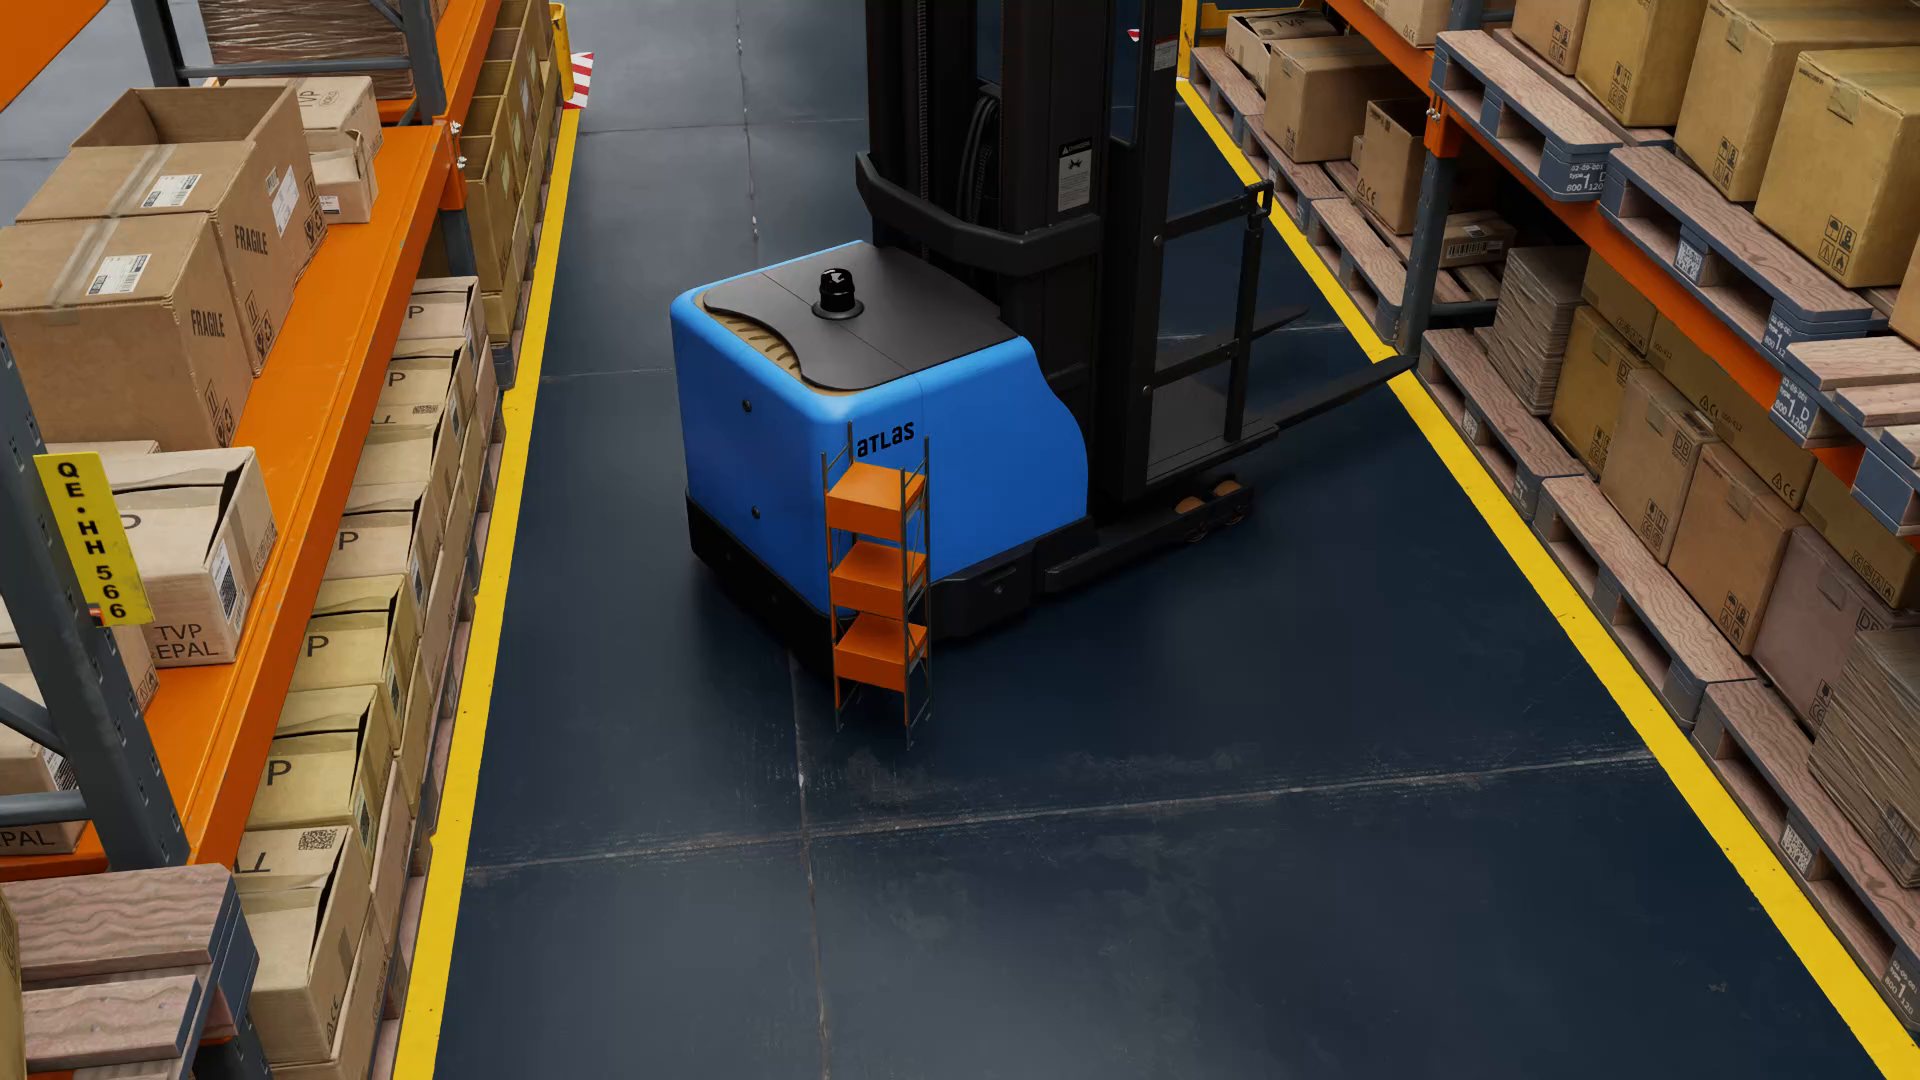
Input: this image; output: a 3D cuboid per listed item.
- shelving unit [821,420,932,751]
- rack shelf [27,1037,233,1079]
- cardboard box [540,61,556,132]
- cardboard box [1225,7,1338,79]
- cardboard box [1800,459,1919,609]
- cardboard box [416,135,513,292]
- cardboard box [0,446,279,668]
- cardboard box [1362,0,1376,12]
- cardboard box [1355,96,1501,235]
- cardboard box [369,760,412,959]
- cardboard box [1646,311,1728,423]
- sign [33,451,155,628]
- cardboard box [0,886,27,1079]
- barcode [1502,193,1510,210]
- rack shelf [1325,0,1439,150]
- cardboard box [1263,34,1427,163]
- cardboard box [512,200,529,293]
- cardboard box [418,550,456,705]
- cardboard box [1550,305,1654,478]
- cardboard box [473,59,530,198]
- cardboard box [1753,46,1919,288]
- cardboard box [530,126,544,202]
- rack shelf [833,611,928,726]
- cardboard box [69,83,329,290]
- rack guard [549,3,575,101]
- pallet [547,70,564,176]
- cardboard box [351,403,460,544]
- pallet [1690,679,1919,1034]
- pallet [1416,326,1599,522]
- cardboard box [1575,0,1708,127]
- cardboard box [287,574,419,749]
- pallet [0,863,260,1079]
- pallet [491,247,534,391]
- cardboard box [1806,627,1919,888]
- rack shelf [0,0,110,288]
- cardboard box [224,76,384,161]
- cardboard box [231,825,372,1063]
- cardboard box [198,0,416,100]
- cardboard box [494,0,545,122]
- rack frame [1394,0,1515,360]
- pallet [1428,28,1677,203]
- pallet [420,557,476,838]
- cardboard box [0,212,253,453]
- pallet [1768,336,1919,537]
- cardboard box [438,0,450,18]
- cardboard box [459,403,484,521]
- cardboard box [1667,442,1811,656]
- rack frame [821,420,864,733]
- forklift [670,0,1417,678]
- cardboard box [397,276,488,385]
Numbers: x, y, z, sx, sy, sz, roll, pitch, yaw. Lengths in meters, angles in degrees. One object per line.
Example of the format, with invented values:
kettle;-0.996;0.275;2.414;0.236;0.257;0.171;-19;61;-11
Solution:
shelving unit;-0.244;0.158;5.086;0.252;1.050;0.215;12;36;17
rack shelf;-1.633;1.909;1.424;1.077;0.370;4.000;-4;35;-6
cardboard box;-2.534;-2.451;9.251;0.500;0.250;0.500;-4;35;-6
cardboard box;1.934;-3.023;10.020;0.500;0.311;0.500;-8;35;-12
cardboard box;2.843;-0.061;4.839;0.500;0.250;0.500;-4;34;-5
cardboard box;-2.192;-1.366;6.994;0.500;0.500;0.500;-4;35;-6
cardboard box;-1.831;0.019;3.638;0.500;0.311;0.500;-5;35;-7
cardboard box;2.045;-2.580;7.487;0.500;0.250;0.500;-4;35;-6
cardboard box;2.289;-1.839;8.113;0.500;0.500;0.500;-7;35;-10
cardboard box;-1.750;0.864;4.388;0.500;0.250;0.500;-5;35;-8
cardboard box;2.720;-0.627;5.670;0.500;0.250;0.500;-5;35;-8
sign;-1.366;0.004;2.623;0.100;0.325;0.005;-4;35;-6
cardboard box;-1.706;0.624;2.209;0.700;0.500;0.500;-16;37;-22
barcode;2.651;-1.644;8.076;0.001;0.075;0.075;-4;35;-6
rack shelf;2.199;-2.932;8.528;1.077;0.370;4.000;-4;35;-6
cardboard box;2.060;-2.370;8.894;0.700;0.500;0.500;-6;35;-9
cardboard box;-2.264;-1.335;7.614;0.500;0.250;0.500;-4;35;-6
cardboard box;-1.895;0.288;5.233;0.500;0.250;0.500;-4;34;-5
cardboard box;2.703;-0.568;6.249;0.700;0.500;0.500;-5;35;-7
cardboard box;-2.327;-1.924;7.812;0.500;0.500;0.500;-4;35;-6
cardboard box;2.743;-1.060;4.662;0.700;0.500;0.500;-4;35;-6
cardboard box;-2.400;-1.893;8.432;0.500;0.250;0.500;-4;35;-6
rack shelf;-0.244;0.397;5.248;0.240;0.259;0.215;12;36;17
cardboard box;-2.282;-1.054;5.044;0.500;0.500;0.500;-2;34;-3
rack guard;-2.981;-2.949;10.133;1.175;0.500;0.348;-4;35;-6
pallet;-2.834;-2.393;9.573;1.003;0.211;1.213;-4;35;-6
cardboard box;-1.961;-0.233;5.498;0.500;0.311;0.500;-4;35;-7
pallet;2.902;0.835;4.838;1.003;0.211;1.213;-4;35;-6
pallet;2.574;-0.527;6.836;1.003;0.211;1.213;-4;35;-6
cardboard box;2.571;-1.738;5.657;0.700;0.500;0.500;-1;34;-1
cardboard box;-1.827;0.335;4.666;0.500;0.311;0.500;-5;35;-8
pallet;-1.741;0.948;2.366;1.213;0.211;1.003;-4;35;-6
pallet;-2.506;-1.031;7.575;1.003;0.211;1.213;-4;35;-6
cardboard box;2.858;0.572;4.576;0.700;0.500;0.500;-4;34;-6
rack shelf;-2.171;-1.562;3.854;1.077;0.370;4.000;-4;35;-6
cardboard box;-2.331;-1.403;5.778;0.500;0.250;0.500;-2;34;-3
cardboard box;-1.682;0.912;3.818;0.500;0.311;0.500;-3;34;-5
cardboard box;-2.506;-2.025;6.469;0.700;0.500;0.500;-5;35;-8
cardboard box;-2.462;-2.482;8.631;0.500;0.500;0.500;-4;35;-6
rack frame;2.468;-2.114;6.688;1.000;3.000;0.127;-4;35;-6
pallet;2.427;-1.597;6.100;1.003;0.211;1.213;-4;35;-6
pallet;-2.135;0.506;5.319;1.003;0.211;1.213;-4;35;-6
cardboard box;-2.144;-0.481;4.203;0.500;0.500;0.500;-6;35;-9
pallet;2.805;-0.192;4.038;1.213;0.211;1.003;-4;35;-6
cardboard box;-2.647;-2.599;7.311;0.700;0.500;0.500;-4;34;-6
cardboard box;-2.031;-0.282;6.069;0.500;0.250;0.500;-5;35;-7
cardboard box;2.809;0.000;5.415;0.700;0.500;0.500;-5;35;-7
rack frame;-0.358;0.134;5.121;0.008;1.050;0.200;12;36;17
forklift;0.501;-1.421;5.732;3.031;2.935;1.130;-23;40;-30
cardboard box;-2.102;-0.801;6.333;0.500;0.311;0.500;-4;35;-6
